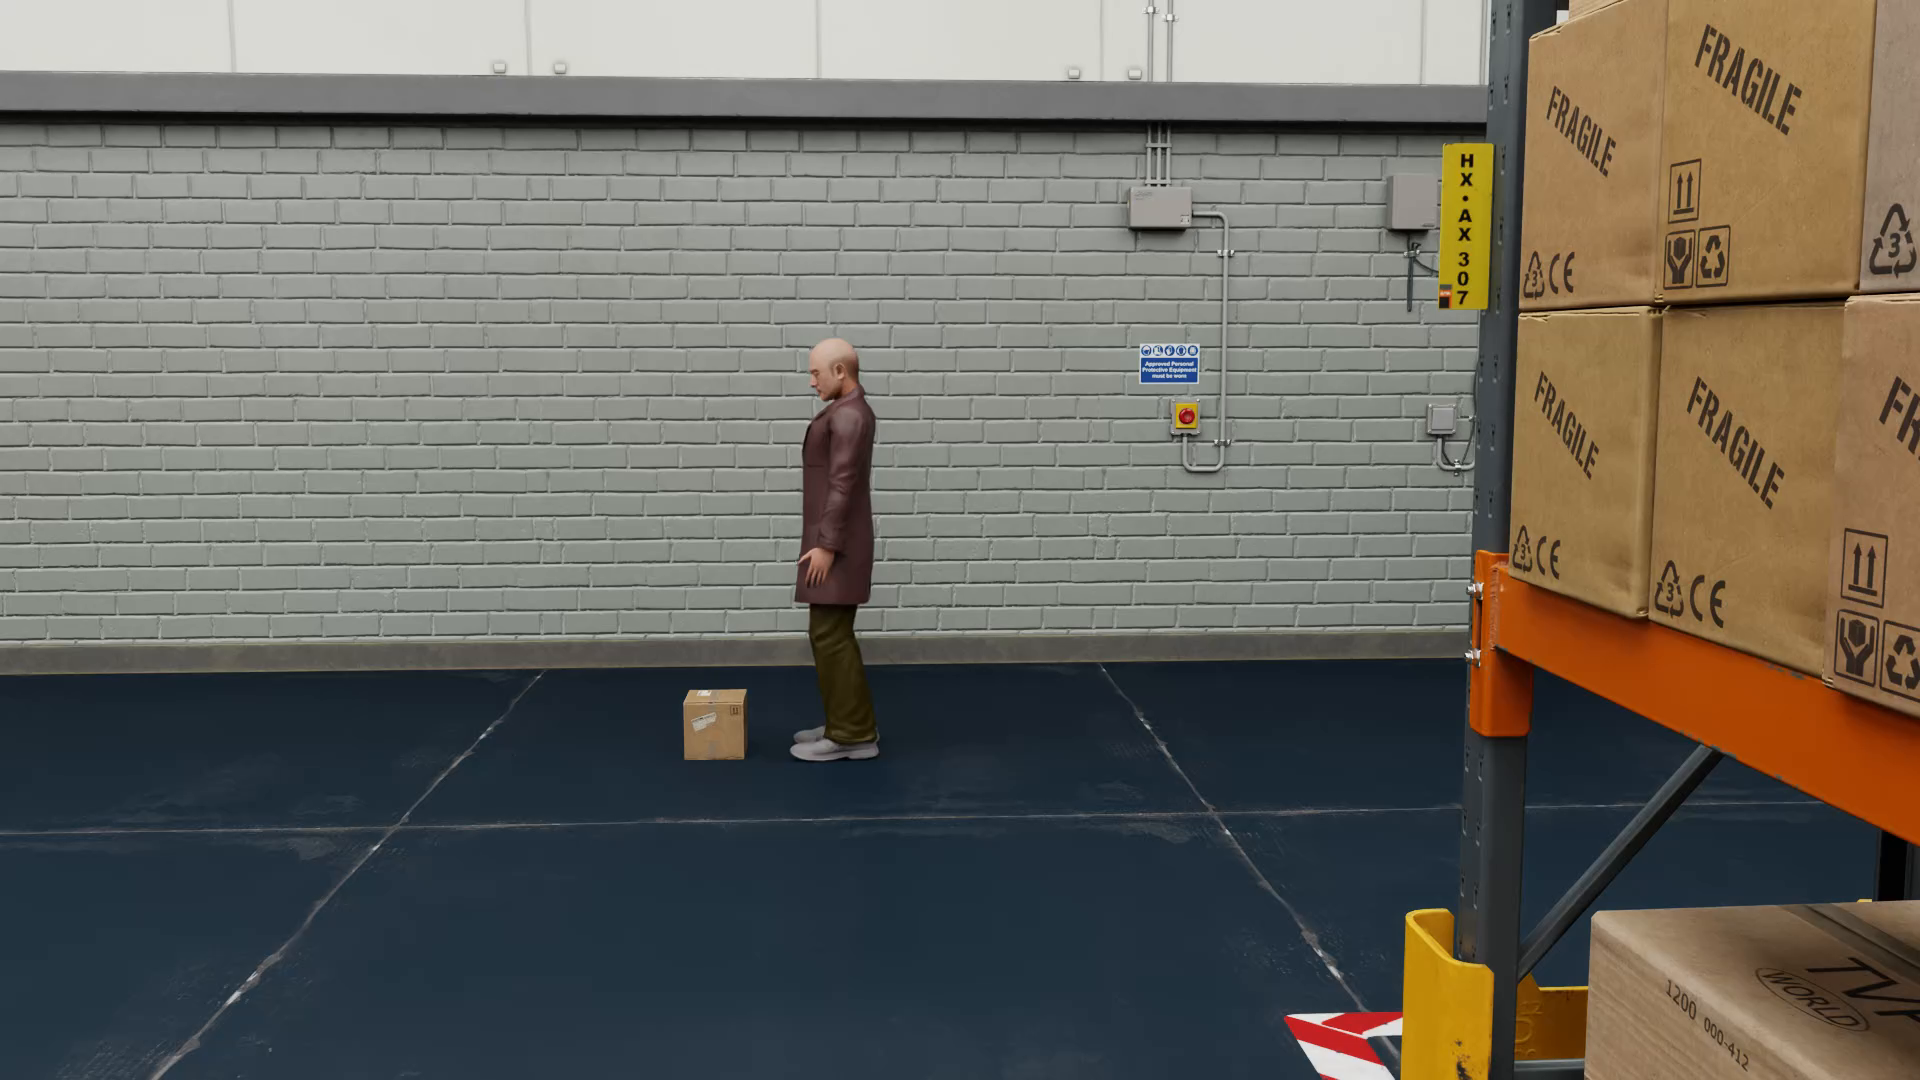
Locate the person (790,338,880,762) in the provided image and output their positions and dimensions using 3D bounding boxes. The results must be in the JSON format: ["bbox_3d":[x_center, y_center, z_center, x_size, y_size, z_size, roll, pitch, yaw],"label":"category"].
[{"bbox_3d":[-0.533,0.040,7.029,0.379,1.776,0.562,0,7,-3],"label":"person"}]
